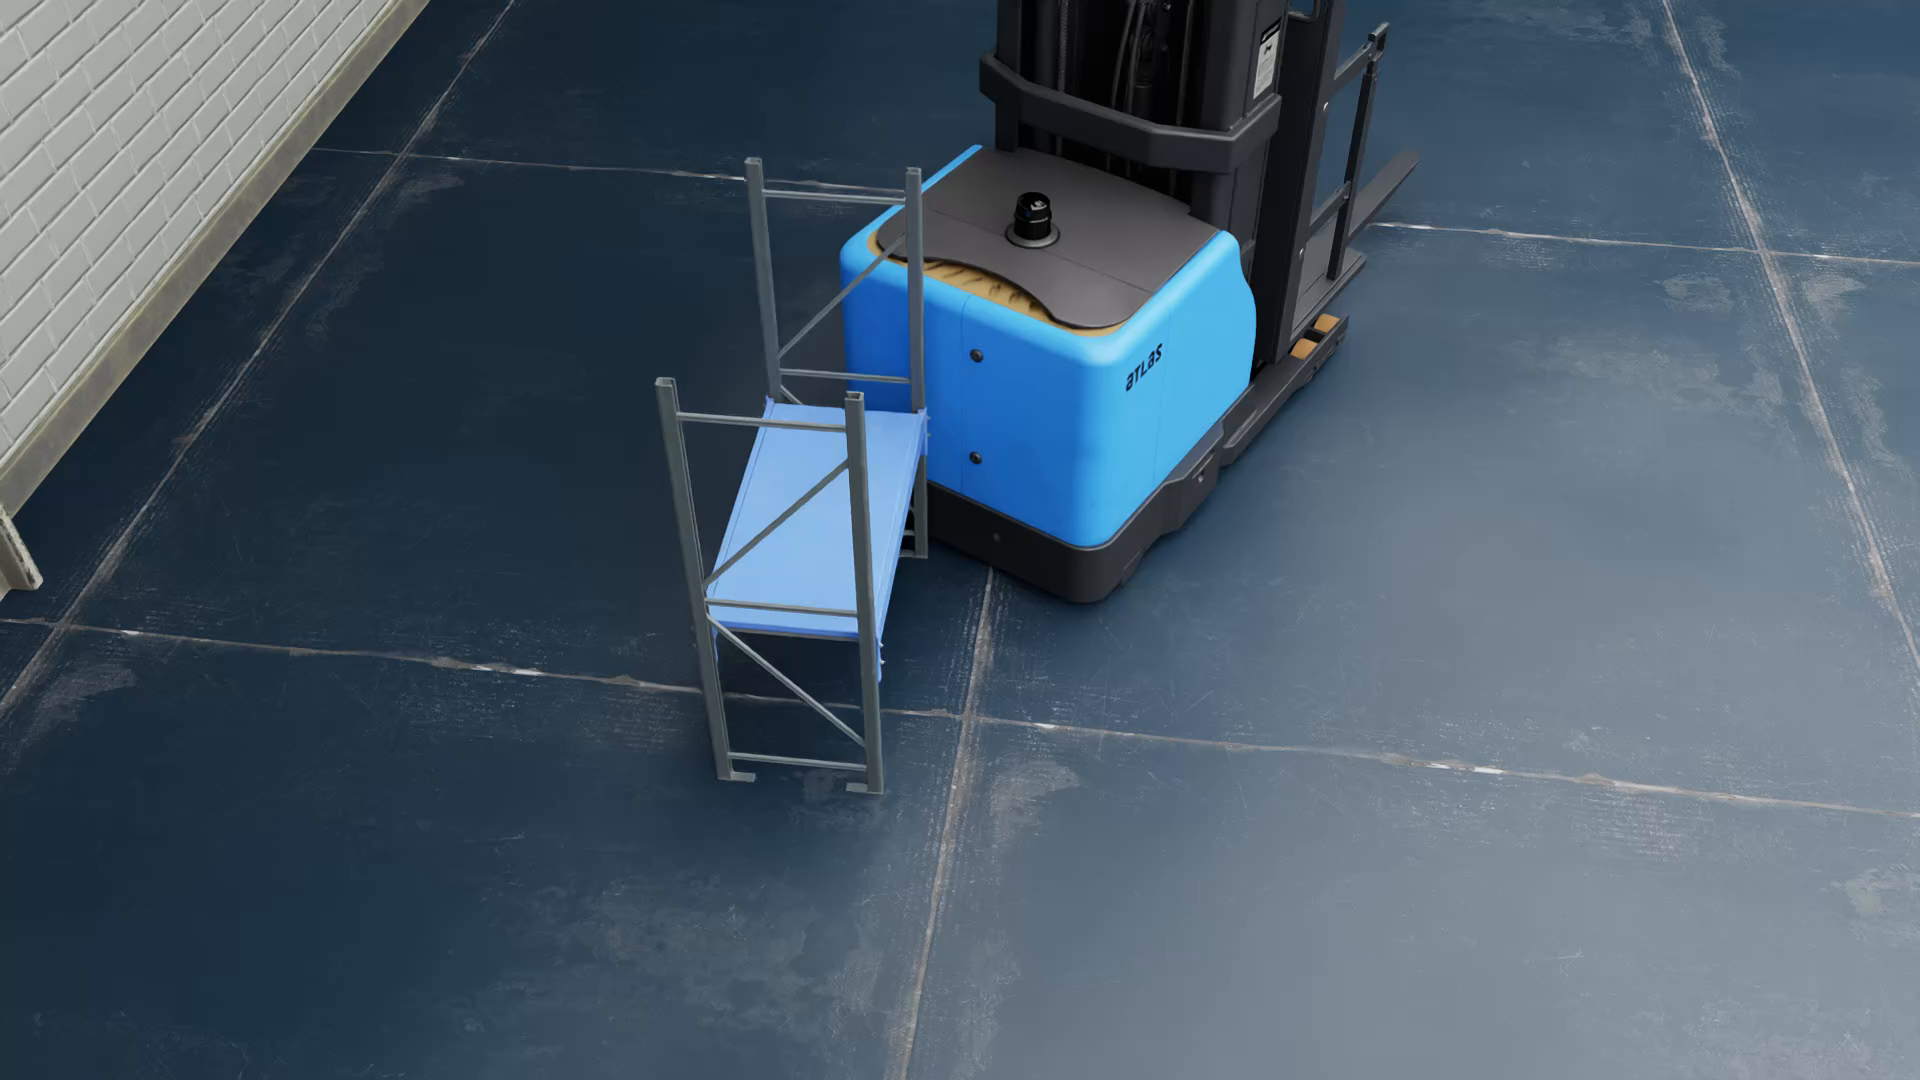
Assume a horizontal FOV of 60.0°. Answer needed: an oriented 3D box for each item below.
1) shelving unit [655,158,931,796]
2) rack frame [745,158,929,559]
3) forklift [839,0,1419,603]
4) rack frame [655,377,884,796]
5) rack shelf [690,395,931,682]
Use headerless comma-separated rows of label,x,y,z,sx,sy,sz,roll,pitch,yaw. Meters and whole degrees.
shelving unit,-0.418,-0.162,4.830,0.538,1.500,1.048,5,44,5
rack frame,-0.358,-0.509,5.197,0.500,1.500,0.032,5,44,5
forklift,0.854,-1.840,5.561,1.130,2.935,3.031,25,49,24
rack frame,-0.478,0.185,4.464,0.500,1.500,0.032,5,44,5
rack shelf,-0.418,-0.031,4.954,0.538,0.185,1.000,5,44,5
